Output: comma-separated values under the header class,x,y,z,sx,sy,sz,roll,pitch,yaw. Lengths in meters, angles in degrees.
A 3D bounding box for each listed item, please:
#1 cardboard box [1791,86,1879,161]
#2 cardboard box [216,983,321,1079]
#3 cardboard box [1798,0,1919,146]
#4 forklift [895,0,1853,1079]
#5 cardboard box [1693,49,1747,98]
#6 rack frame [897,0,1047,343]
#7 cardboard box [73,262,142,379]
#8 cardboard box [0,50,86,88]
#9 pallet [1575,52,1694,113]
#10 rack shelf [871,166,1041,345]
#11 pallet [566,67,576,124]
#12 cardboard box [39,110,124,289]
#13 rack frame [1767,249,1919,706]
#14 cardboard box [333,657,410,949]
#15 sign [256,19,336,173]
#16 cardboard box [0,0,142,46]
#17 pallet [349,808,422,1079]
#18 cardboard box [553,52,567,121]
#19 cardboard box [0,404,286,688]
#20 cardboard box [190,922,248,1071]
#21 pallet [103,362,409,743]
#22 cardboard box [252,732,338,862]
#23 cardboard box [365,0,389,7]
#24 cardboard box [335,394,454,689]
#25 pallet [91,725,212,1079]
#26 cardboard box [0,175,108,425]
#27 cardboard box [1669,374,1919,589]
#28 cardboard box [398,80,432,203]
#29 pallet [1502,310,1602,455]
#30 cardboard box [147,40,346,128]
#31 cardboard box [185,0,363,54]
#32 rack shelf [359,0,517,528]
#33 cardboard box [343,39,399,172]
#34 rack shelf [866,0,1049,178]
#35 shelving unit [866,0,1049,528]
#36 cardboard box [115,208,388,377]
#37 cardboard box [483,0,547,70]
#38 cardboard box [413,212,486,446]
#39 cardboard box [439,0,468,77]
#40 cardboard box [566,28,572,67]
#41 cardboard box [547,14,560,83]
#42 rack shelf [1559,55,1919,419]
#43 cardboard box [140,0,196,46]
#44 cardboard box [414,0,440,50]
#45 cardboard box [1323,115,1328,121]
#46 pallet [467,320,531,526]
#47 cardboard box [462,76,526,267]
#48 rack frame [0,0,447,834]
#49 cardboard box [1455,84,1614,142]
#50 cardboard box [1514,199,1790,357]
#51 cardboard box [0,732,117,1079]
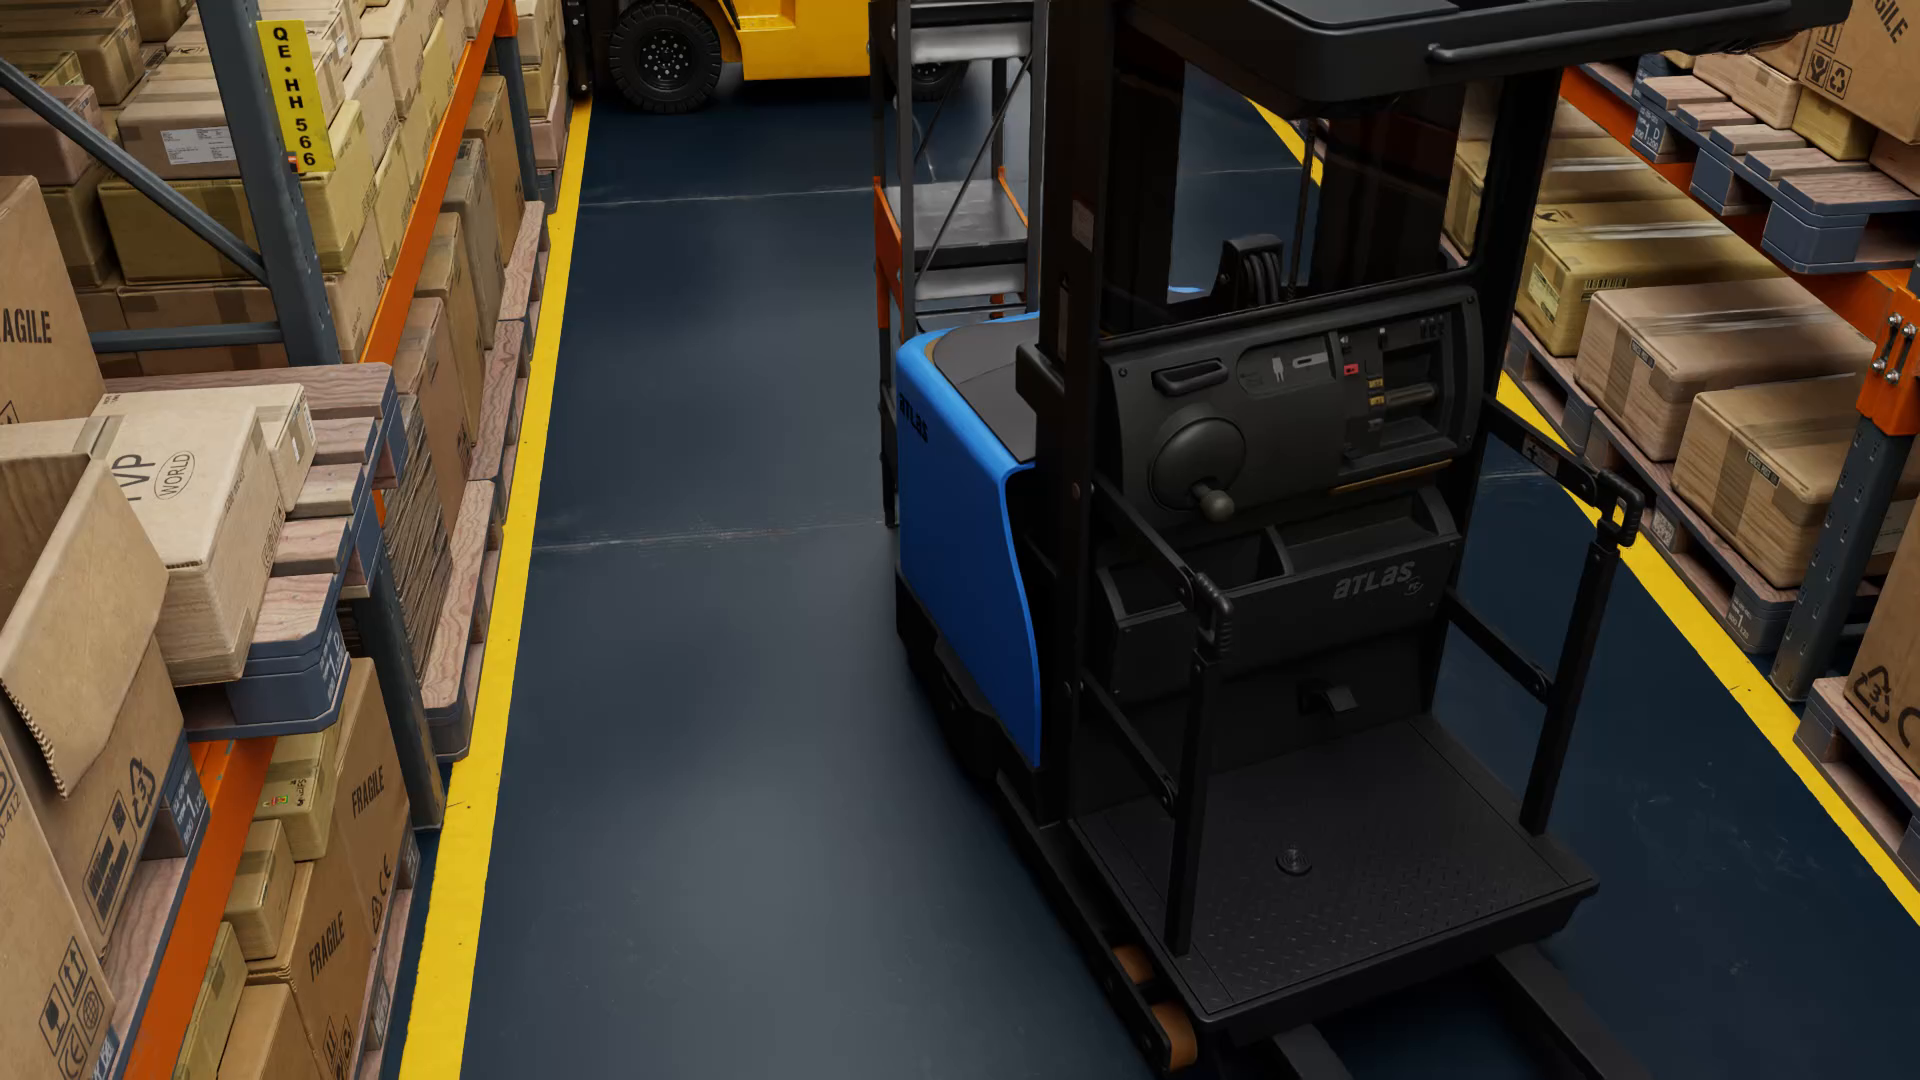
class,x,y,z,sx,sy,sz,roll,pitch,yaw
cardboard box,2.603,-1.192,4.686,0.380,0.149,0.250,-4,34,-6
cardboard box,-1.530,1.216,3.149,0.500,0.500,0.500,-3,34,-4
cardboard box,2.651,-1.383,4.390,0.500,0.500,0.500,-5,35,-8
forklift,0.840,-0.237,3.495,1.130,2.935,3.031,-13,36,-19
cardboard box,2.499,-1.470,5.094,0.380,0.149,0.250,-6,35,-9
rack frame,0.032,-0.667,4.864,0.400,2.100,0.015,-6,35,-9
cardboard box,-2.244,-0.604,4.106,0.500,0.250,0.500,-5,35,-7
cardboard box,-2.320,-1.048,3.960,0.380,0.149,0.250,-4,34,-5
pallet,2.681,-1.835,5.950,1.003,0.211,1.213,-4,35,-6
rack shelf,-0.017,-0.790,5.069,0.431,0.518,0.480,-6,35,-9
pallet,-2.701,-2.644,9.442,1.003,0.211,1.213,-4,35,-6
cardboard box,-2.266,-0.809,3.963,0.500,0.250,0.500,-4,34,-5
rack frame,2.988,-0.813,4.279,1.000,3.000,0.127,-4,35,-6
cardboard box,-1.660,0.644,3.988,0.500,0.500,0.500,-3,34,-5
sign,-1.394,-0.927,3.489,0.100,0.325,0.005,-4,35,-6
cardboard box,-2.397,-1.329,4.372,0.380,0.149,0.250,-5,35,-7
pallet,-1.867,1.137,3.894,1.003,0.211,1.213,-4,35,-6
cardboard box,-2.289,-2.282,8.503,0.500,0.250,0.500,-5,35,-7
cardboard box,-1.468,0.018,2.821,0.500,0.250,0.500,-6,35,-9
cardboard box,-1.563,0.864,3.089,0.380,0.149,0.250,-3,34,-5
pallet,-1.770,0.017,3.231,1.213,0.211,1.003,-4,35,-6
cardboard box,-1.545,0.563,3.531,0.380,0.149,0.250,-6,35,-9
cardboard box,-1.865,-1.664,4.863,0.380,0.149,0.250,-4,34,-5
cardboard box,-2.001,0.024,4.787,0.875,0.625,0.625,-3,34,-5
pallet,-1.664,0.729,2.187,1.003,0.211,1.213,-4,35,-6
cardboard box,-2.016,-0.351,3.139,0.500,0.500,0.500,-3,34,-4
cardboard box,2.922,-0.217,5.365,0.950,0.372,0.625,-7,35,-10
cardboard box,-1.887,-1.207,4.991,0.500,0.250,0.500,-5,35,-8
pallet,2.723,-0.776,6.701,1.003,0.211,1.213,-4,35,-6
cardboard box,-1.718,-1.093,4.026,0.380,0.149,0.250,-4,34,-5
cardboard box,-1.826,-1.380,4.446,0.380,0.149,0.250,-4,34,-6
rack shelf,-2.199,-1.254,5.565,1.077,0.370,4.000,-4,35,-6
cardboard box,-1.814,-1.125,4.427,0.500,0.250,0.500,-3,34,-5
rack shelf,-0.016,-1.369,4.675,0.431,0.518,0.480,-6,35,-9
shelving unit,-0.017,-0.801,5.061,0.431,2.100,0.503,-6,35,-9
cardboard box,-1.748,-0.639,4.157,0.500,0.250,0.500,-4,35,-6
cardboard box,-2.222,-2.411,7.805,0.500,0.250,0.500,-5,35,-7
cardboard box,-2.187,-0.716,5.873,0.875,0.625,0.625,-6,35,-8
cardboard box,-2.032,-1.784,5.838,0.500,0.250,0.500,-4,34,-6
cardboard box,-2.422,-2.852,9.340,0.500,0.250,0.500,-3,34,-5
cardboard box,-2.297,-2.485,8.358,0.500,0.250,0.500,-5,35,-7
rack shelf,2.719,-1.632,6.120,1.077,0.370,4.000,-4,35,-6
cardboard box,-2.401,-1.374,4.792,0.500,0.250,0.500,-5,35,-7
cardboard box,-1.960,-1.702,5.273,0.500,0.250,0.500,-4,34,-6
cardboard box,2.104,-2.392,8.665,0.500,0.250,0.500,-3,34,-4
pallet,-2.163,-0.424,6.185,1.003,0.211,1.213,-4,35,-6
cardboard box,-2.387,-1.569,7.124,0.875,0.625,0.625,-3,34,-4
rack frame,-1.930,-0.435,3.725,1.000,3.000,0.127,-4,35,-6
cardboard box,2.523,-1.840,7.747,0.950,0.372,0.625,-4,34,-6
cardboard box,2.718,-1.051,6.590,0.950,0.372,0.625,-3,34,-5
cardboard box,-1.411,0.569,1.790,0.700,0.500,0.500,-5,35,-7
